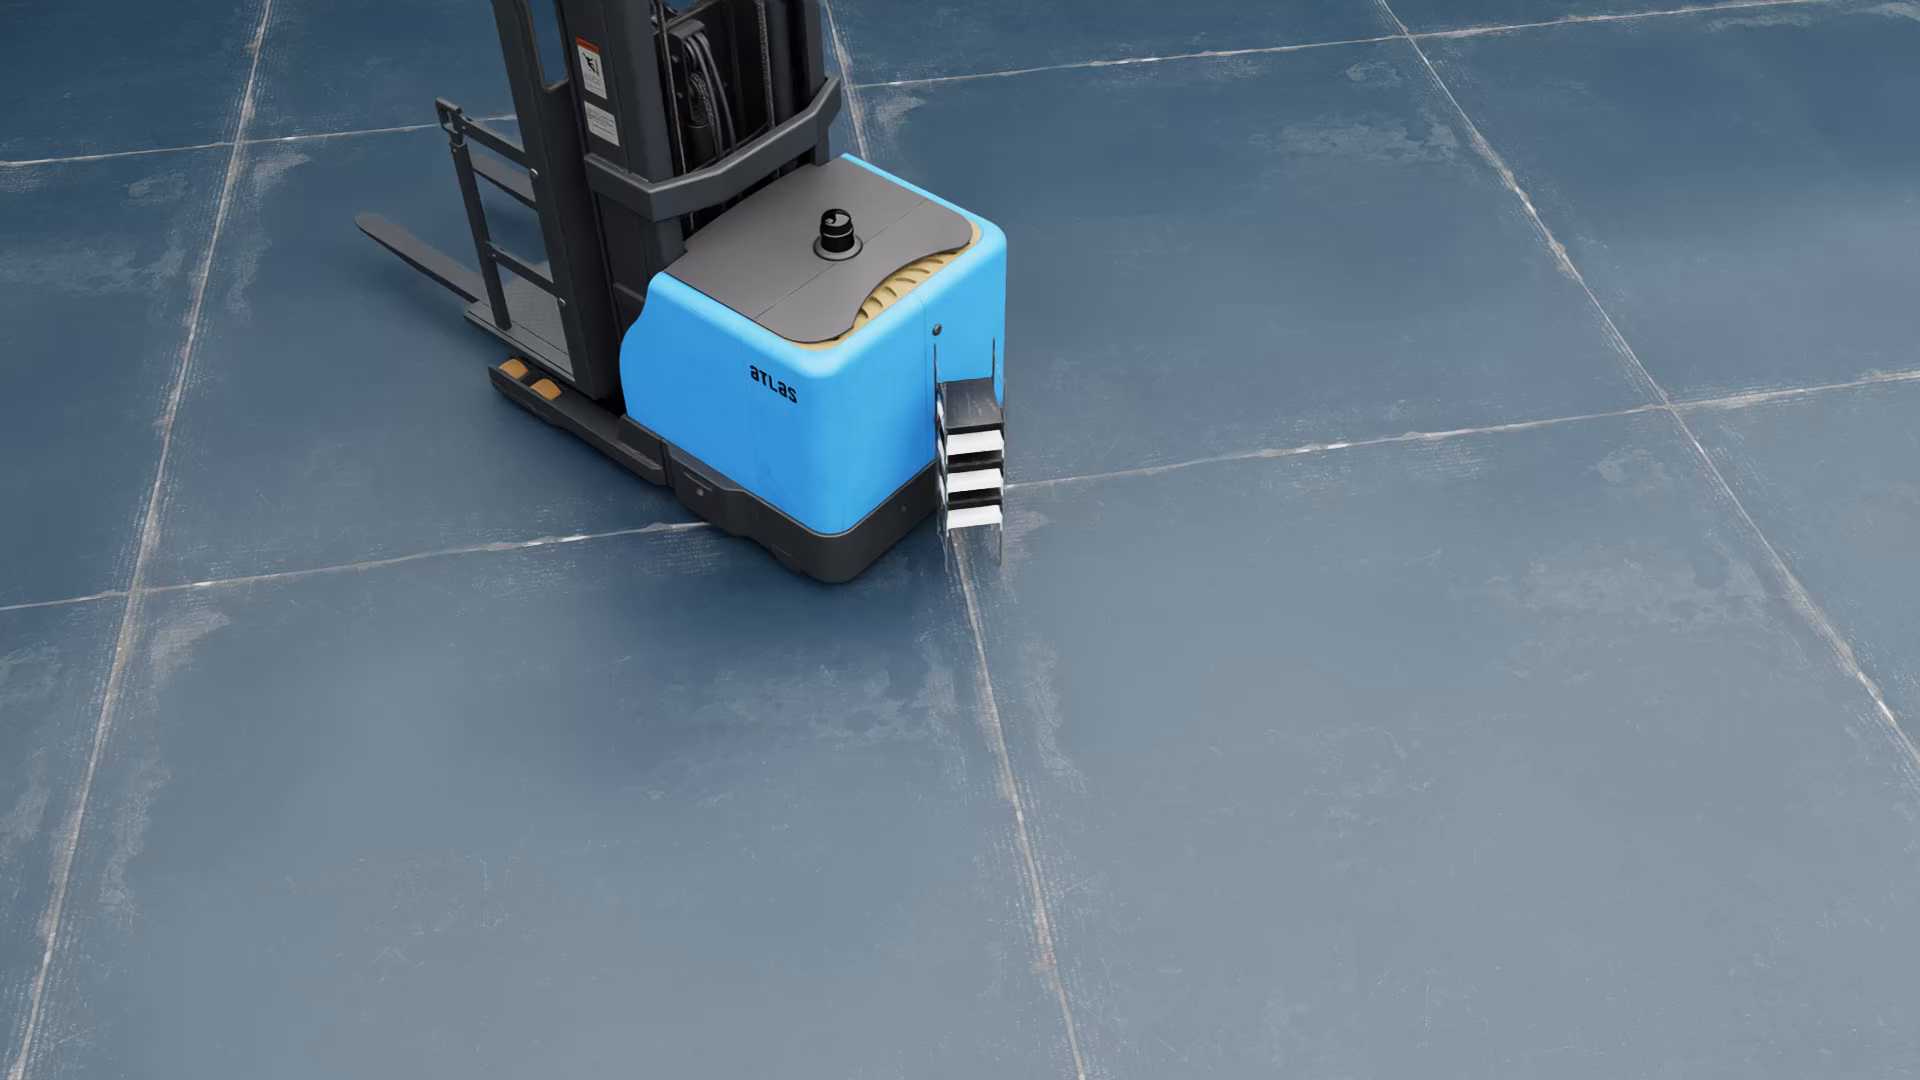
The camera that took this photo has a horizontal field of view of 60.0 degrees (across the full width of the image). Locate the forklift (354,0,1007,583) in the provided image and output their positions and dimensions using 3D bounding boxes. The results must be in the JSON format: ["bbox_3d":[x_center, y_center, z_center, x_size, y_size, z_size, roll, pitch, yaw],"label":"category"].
[{"bbox_3d":[-1.280,-1.763,5.914,3.031,2.935,1.130,31,53,26],"label":"forklift"}]

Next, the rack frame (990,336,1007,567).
[{"bbox_3d":[0.133,-0.297,5.911,0.006,0.900,0.240,-7,46,-6],"label":"rack frame"}]

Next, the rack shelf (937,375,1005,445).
[{"bbox_3d":[0.032,-0.450,5.729,0.200,0.077,0.258,-7,46,-6],"label":"rack shelf"}]

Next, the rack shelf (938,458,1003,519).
[{"bbox_3d":[0.033,-0.200,5.989,0.200,0.077,0.258,-7,46,-6],"label":"rack shelf"}]

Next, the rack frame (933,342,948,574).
[{"bbox_3d":[-0.068,-0.274,5.889,0.006,0.900,0.240,-7,46,-6],"label":"rack frame"}]

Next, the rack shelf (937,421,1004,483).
[{"bbox_3d":[0.033,-0.325,5.859,0.200,0.077,0.258,-7,46,-6],"label":"rack shelf"}]

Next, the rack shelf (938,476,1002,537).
[{"bbox_3d":[0.033,-0.137,6.054,0.200,0.077,0.258,-7,46,-6],"label":"rack shelf"}]

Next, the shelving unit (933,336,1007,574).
[{"bbox_3d":[0.033,-0.285,5.900,0.210,0.900,0.258,-7,46,-6],"label":"shelving unit"}]

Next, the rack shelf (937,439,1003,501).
[{"bbox_3d":[0.033,-0.262,5.924,0.200,0.077,0.258,-7,46,-6],"label":"rack shelf"}]

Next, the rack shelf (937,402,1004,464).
[{"bbox_3d":[0.033,-0.387,5.794,0.200,0.077,0.258,-7,46,-6],"label":"rack shelf"}]
